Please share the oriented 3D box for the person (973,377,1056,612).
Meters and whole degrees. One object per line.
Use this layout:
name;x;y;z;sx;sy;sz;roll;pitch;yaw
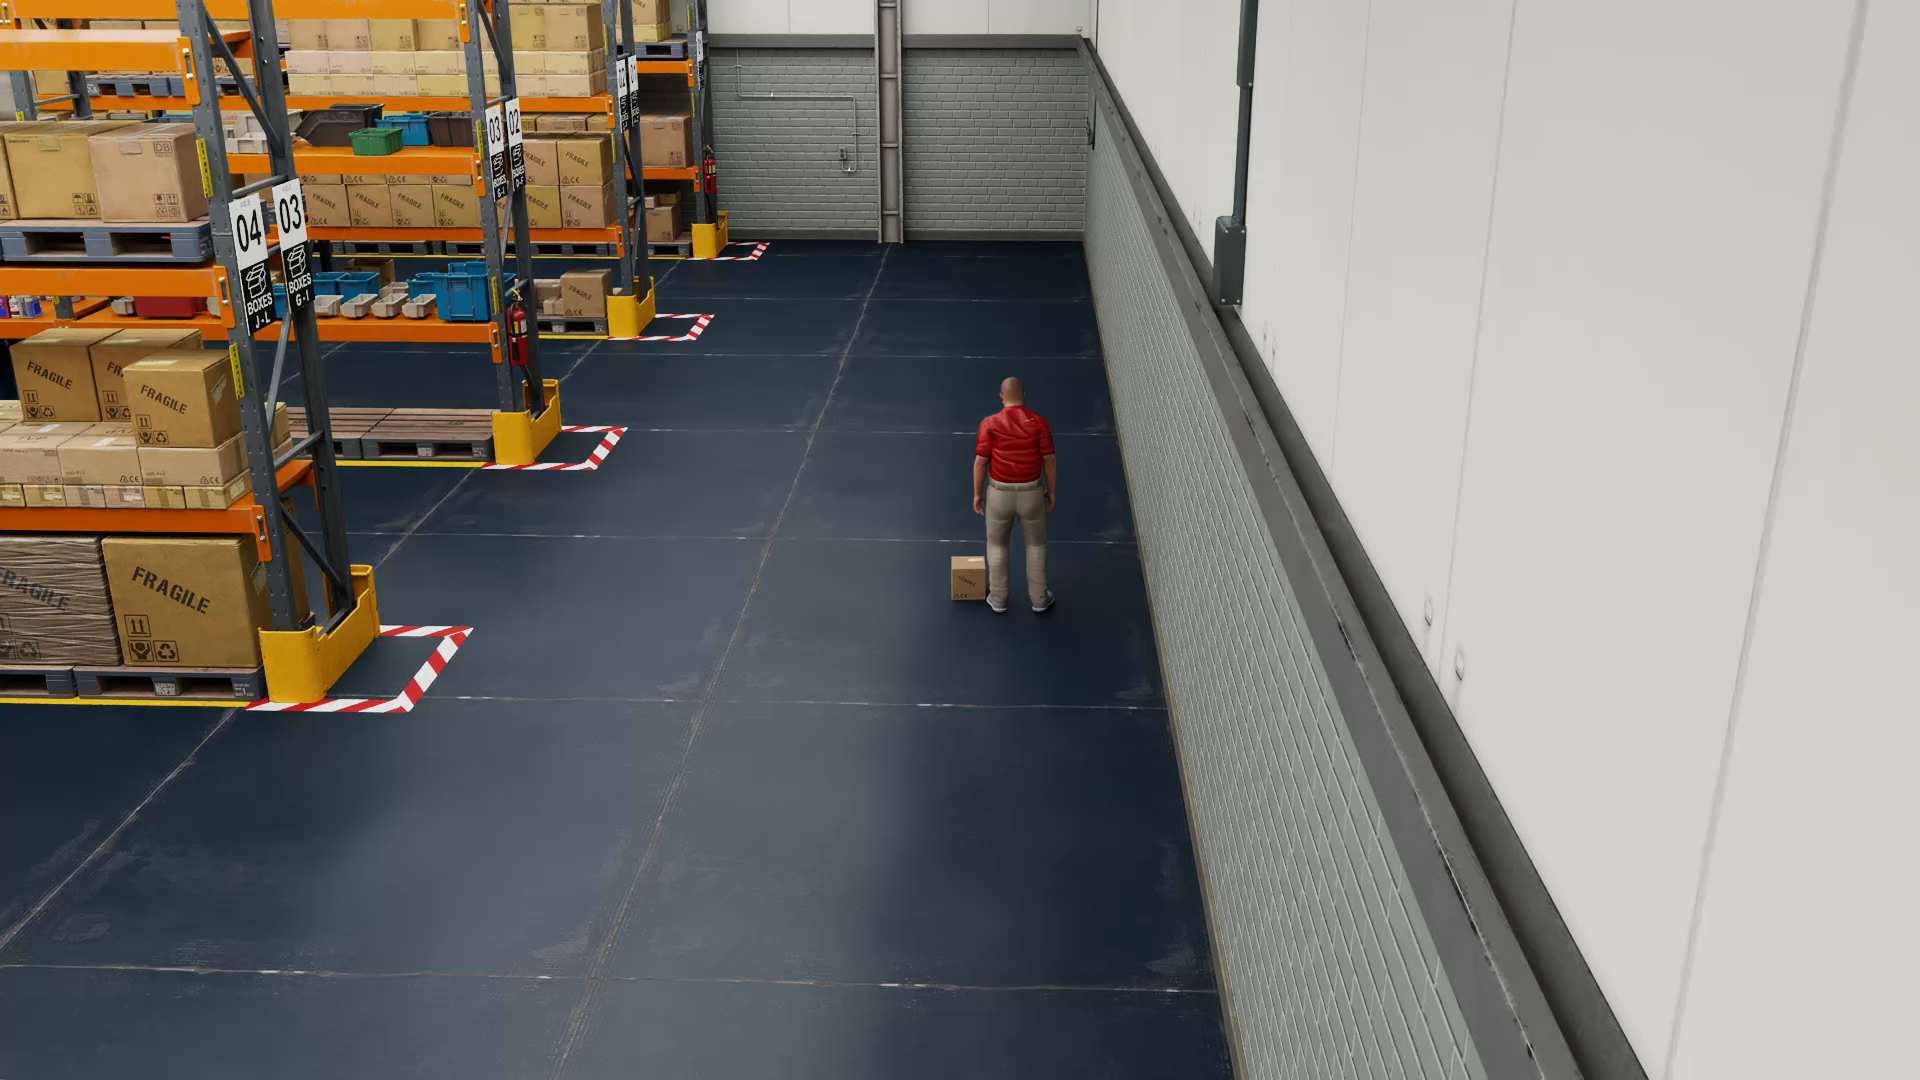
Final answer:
person;0.398;-0.317;11.939;0.606;1.727;0.389;-1;21;-1
